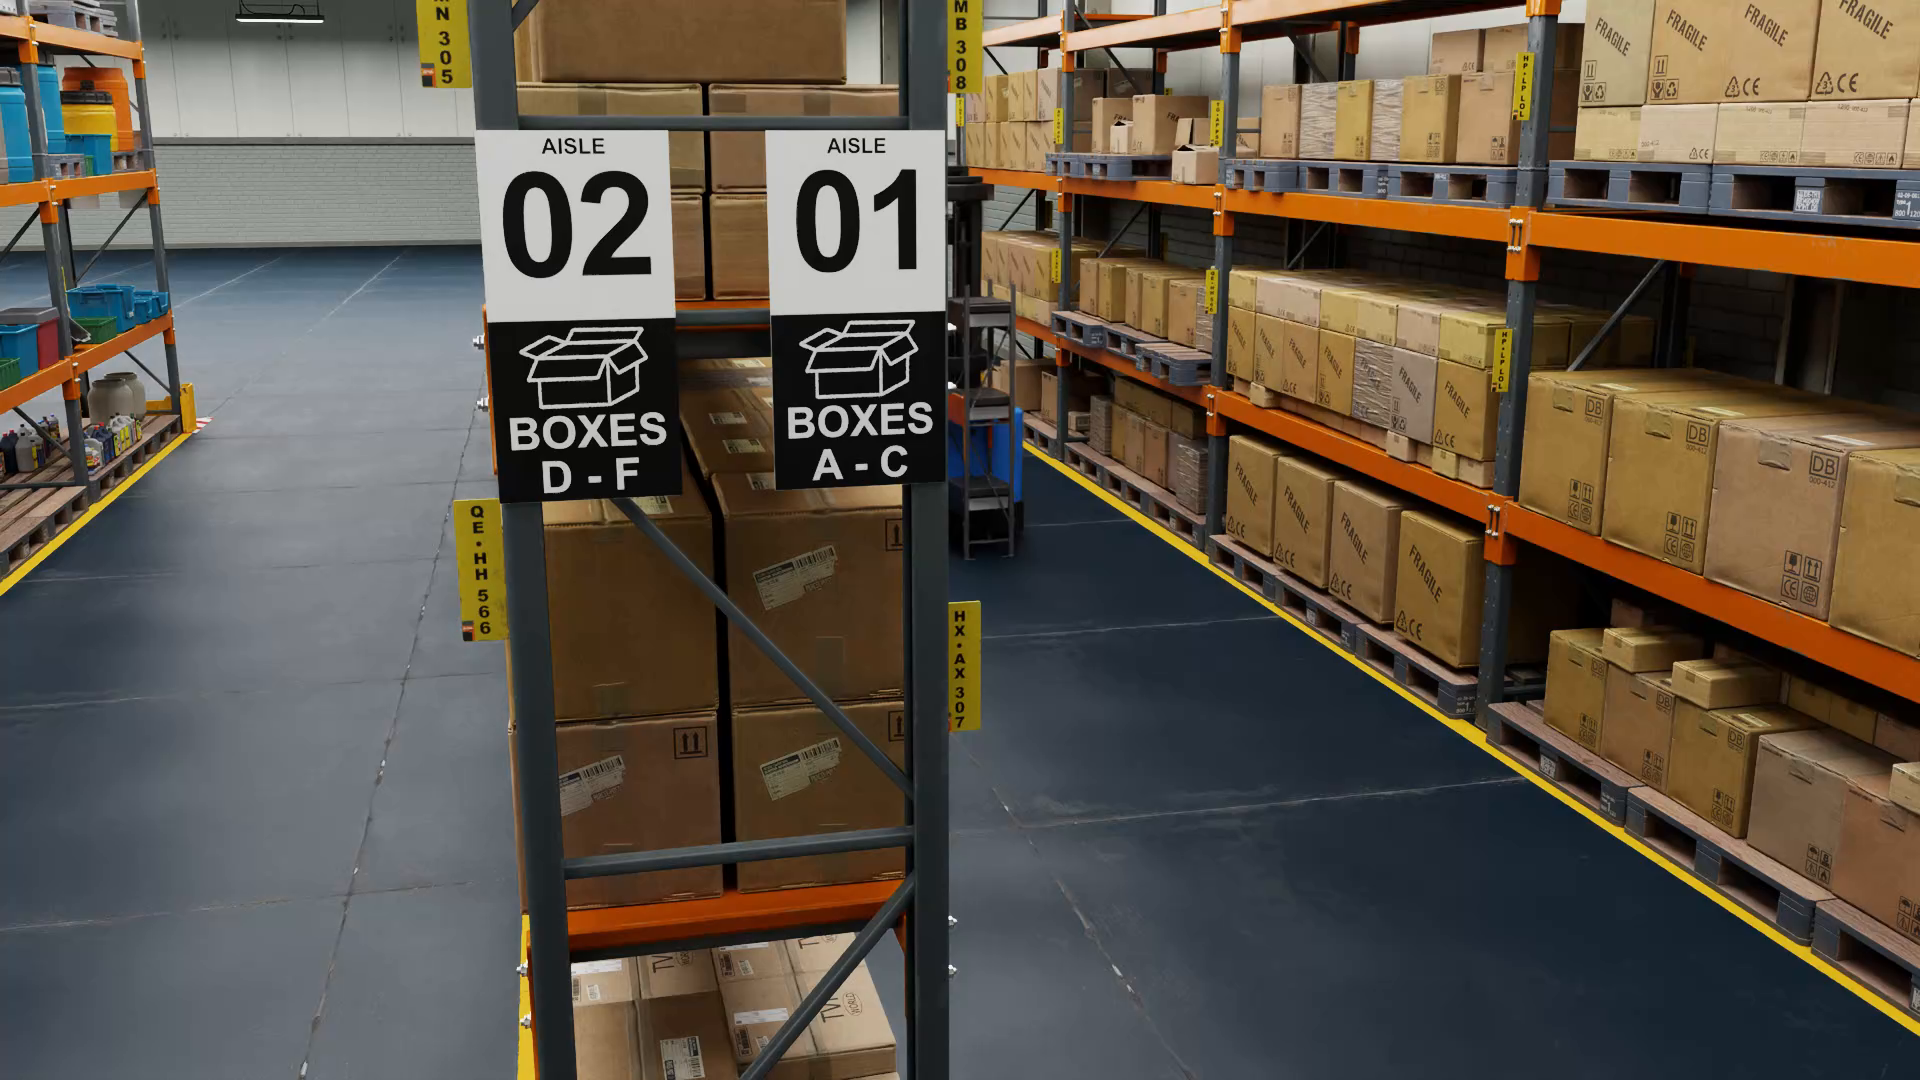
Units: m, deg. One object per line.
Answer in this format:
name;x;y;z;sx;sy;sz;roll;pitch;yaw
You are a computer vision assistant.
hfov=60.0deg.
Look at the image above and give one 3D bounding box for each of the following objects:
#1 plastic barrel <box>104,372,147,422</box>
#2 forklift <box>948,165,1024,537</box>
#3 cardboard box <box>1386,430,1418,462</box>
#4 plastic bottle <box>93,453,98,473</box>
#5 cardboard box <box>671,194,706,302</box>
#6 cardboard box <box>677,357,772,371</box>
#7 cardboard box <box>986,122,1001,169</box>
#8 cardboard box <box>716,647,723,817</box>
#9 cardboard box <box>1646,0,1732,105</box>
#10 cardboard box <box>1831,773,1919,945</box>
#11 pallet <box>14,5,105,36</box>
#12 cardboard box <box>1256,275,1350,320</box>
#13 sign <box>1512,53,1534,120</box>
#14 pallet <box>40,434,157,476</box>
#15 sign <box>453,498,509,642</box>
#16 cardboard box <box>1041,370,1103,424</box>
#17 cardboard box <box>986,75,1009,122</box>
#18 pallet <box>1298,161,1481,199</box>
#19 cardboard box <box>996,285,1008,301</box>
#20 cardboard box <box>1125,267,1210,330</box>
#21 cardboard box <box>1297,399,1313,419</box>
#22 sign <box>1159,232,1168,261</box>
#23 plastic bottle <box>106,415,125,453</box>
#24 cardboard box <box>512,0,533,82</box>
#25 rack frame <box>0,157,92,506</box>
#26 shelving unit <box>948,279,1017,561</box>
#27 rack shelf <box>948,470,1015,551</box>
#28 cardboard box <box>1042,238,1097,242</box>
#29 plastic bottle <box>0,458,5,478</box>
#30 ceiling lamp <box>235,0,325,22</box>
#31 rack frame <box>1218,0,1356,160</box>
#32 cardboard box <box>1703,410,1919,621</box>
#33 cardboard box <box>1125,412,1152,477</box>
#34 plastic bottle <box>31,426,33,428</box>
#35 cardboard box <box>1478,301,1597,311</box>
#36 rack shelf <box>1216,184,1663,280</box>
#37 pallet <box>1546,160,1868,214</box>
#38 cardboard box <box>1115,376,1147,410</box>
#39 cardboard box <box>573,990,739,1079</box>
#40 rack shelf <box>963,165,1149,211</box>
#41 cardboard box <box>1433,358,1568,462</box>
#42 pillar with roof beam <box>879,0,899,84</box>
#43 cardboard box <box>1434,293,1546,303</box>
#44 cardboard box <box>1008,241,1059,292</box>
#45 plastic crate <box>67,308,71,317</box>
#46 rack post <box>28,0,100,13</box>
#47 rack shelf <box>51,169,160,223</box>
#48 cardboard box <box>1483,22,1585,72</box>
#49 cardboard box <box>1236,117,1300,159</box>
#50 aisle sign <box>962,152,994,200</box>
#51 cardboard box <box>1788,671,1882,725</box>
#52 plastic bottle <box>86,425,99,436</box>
plastic barrel;-8.871;-1.505;17.626;0.421;0.512;0.421;0;14;0
forklift;-0.451;-1.728;14.322;1.130;2.935;3.031;-5;15;-19
cardboard box;2.775;-0.568;9.920;0.380;0.149;0.250;-3;14;-13
plastic bottle;-7.833;-0.710;14.984;0.097;0.201;0.097;0;14;0
cardboard box;-0.903;-0.730;4.090;0.500;0.250;0.500;-3;14;-13
cardboard box;-0.972;-0.478;6.748;0.500;0.500;0.500;-4;14;-14
cardboard box;0.583;-4.389;18.497;0.500;0.500;0.500;-3;14;-11
cardboard box;-0.501;0.474;4.956;0.500;0.500;0.500;-3;14;-14
cardboard box;3.370;-2.144;7.204;0.500;0.500;0.500;-4;14;-14
cardboard box;3.909;1.220;6.494;0.700;0.500;0.500;-3;14;-13
pallet;-8.671;-4.834;15.492;1.003;0.211;1.213;-3;14;-13
cardboard box;2.392;-1.688;11.557;0.500;0.250;0.500;-3;14;-14
sign;2.823;-2.270;8.326;0.100;0.325;0.005;-3;14;-13
pallet;-8.568;-0.819;16.336;1.003;0.211;1.213;-3;14;-13
sign;-1.071;0.069;3.720;0.100;0.325;0.005;-3;14;-13
cardboard box;1.187;-1.524;17.683;0.500;0.500;0.500;-4;14;-17
cardboard box;0.584;-4.872;18.370;0.500;0.500;0.500;-3;14;-12
pallet;2.877;-2.326;10.706;1.003;0.211;1.213;-3;14;-11
cardboard box;0.702;-2.663;18.280;0.500;0.250;0.500;-3;14;-13
cardboard box;1.865;-2.150;14.771;0.700;0.500;0.500;-1;14;-5
cardboard box;2.540;-0.928;11.392;0.380;0.149;0.250;-3;14;-12
sign;2.008;-2.881;16.460;0.100;0.325;0.005;-3;14;-13
plastic bottle;-8.091;-1.013;15.906;0.144;0.351;0.185;-3;14;-14
cardboard box;-1.211;-1.808;5.868;0.700;0.500;0.500;-3;14;-13
rack frame;-8.160;-1.735;14.207;1.000;3.000;0.127;-3;14;-13
shelving unit;0.143;-0.927;12.797;0.431;2.100;0.503;-5;15;-19
rack shelf;0.143;-0.234;12.967;0.431;0.518;0.480;-5;15;-19
cardboard box;1.200;-3.062;18.334;0.500;0.500;0.500;-3;14;-12
plastic bottle;-8.548;-0.655;14.759;0.097;0.201;0.097;0;14;0
ceiling lamp;-16.559;-14.190;40.249;2.000;3.185;0.800;-3;14;-13
rack frame;2.409;-4.278;11.979;1.000;3.000;0.127;-3;14;-13
cardboard box;3.807;-0.125;6.987;0.980;0.700;0.700;-4;14;-16
cardboard box;1.909;-0.881;15.053;0.700;0.500;0.500;-3;14;-13
plastic bottle;-8.825;-0.961;15.863;0.097;0.271;0.097;0;14;0
cardboard box;3.364;-1.249;9.761;0.500;0.250;0.500;-3;14;-13
rack shelf;2.879;-2.010;10.531;1.077;0.370;4.000;-3;14;-13
pallet;3.530;-1.666;7.793;1.003;0.211;1.213;-3;14;-13
cardboard box;1.765;-1.380;15.517;0.500;0.250;0.500;-4;14;-14
cardboard box;-0.894;1.647;4.705;0.500;0.500;0.500;-3;14;-13
rack shelf;1.000;-3.856;18.086;1.077;0.370;4.000;-3;14;-13
cardboard box;2.995;-0.737;9.242;0.500;0.500;0.500;-4;14;-14
pillar with roof beam;-5.467;-8.539;29.418;9.100;9.000;0.400;-3;14;-13
cardboard box;3.242;-1.365;10.234;0.500;0.250;0.500;-4;14;-15
cardboard box;0.827;-2.912;17.718;0.500;0.500;0.500;-4;14;-15
plastic crate;-9.202;-2.305;17.097;0.298;0.136;0.250;-3;14;-13
rack post;-8.614;-5.090;15.459;0.937;0.300;0.954;-4;14;-14
rack shelf;-8.630;-3.304;15.825;1.077;0.370;4.000;-3;14;-13
cardboard box;3.269;-2.735;9.265;0.500;0.250;0.500;-2;14;-9
cardboard box;2.463;-3.059;13.053;0.500;0.500;0.500;-3;14;-13
aisle sign;0.222;-4.472;19.936;0.394;0.787;0.004;-3;14;-13
cardboard box;3.892;0.688;7.308;0.380;0.149;0.250;-4;14;-14
plastic bottle;-8.229;-0.962;15.857;0.152;0.276;0.135;-3;14;-13
